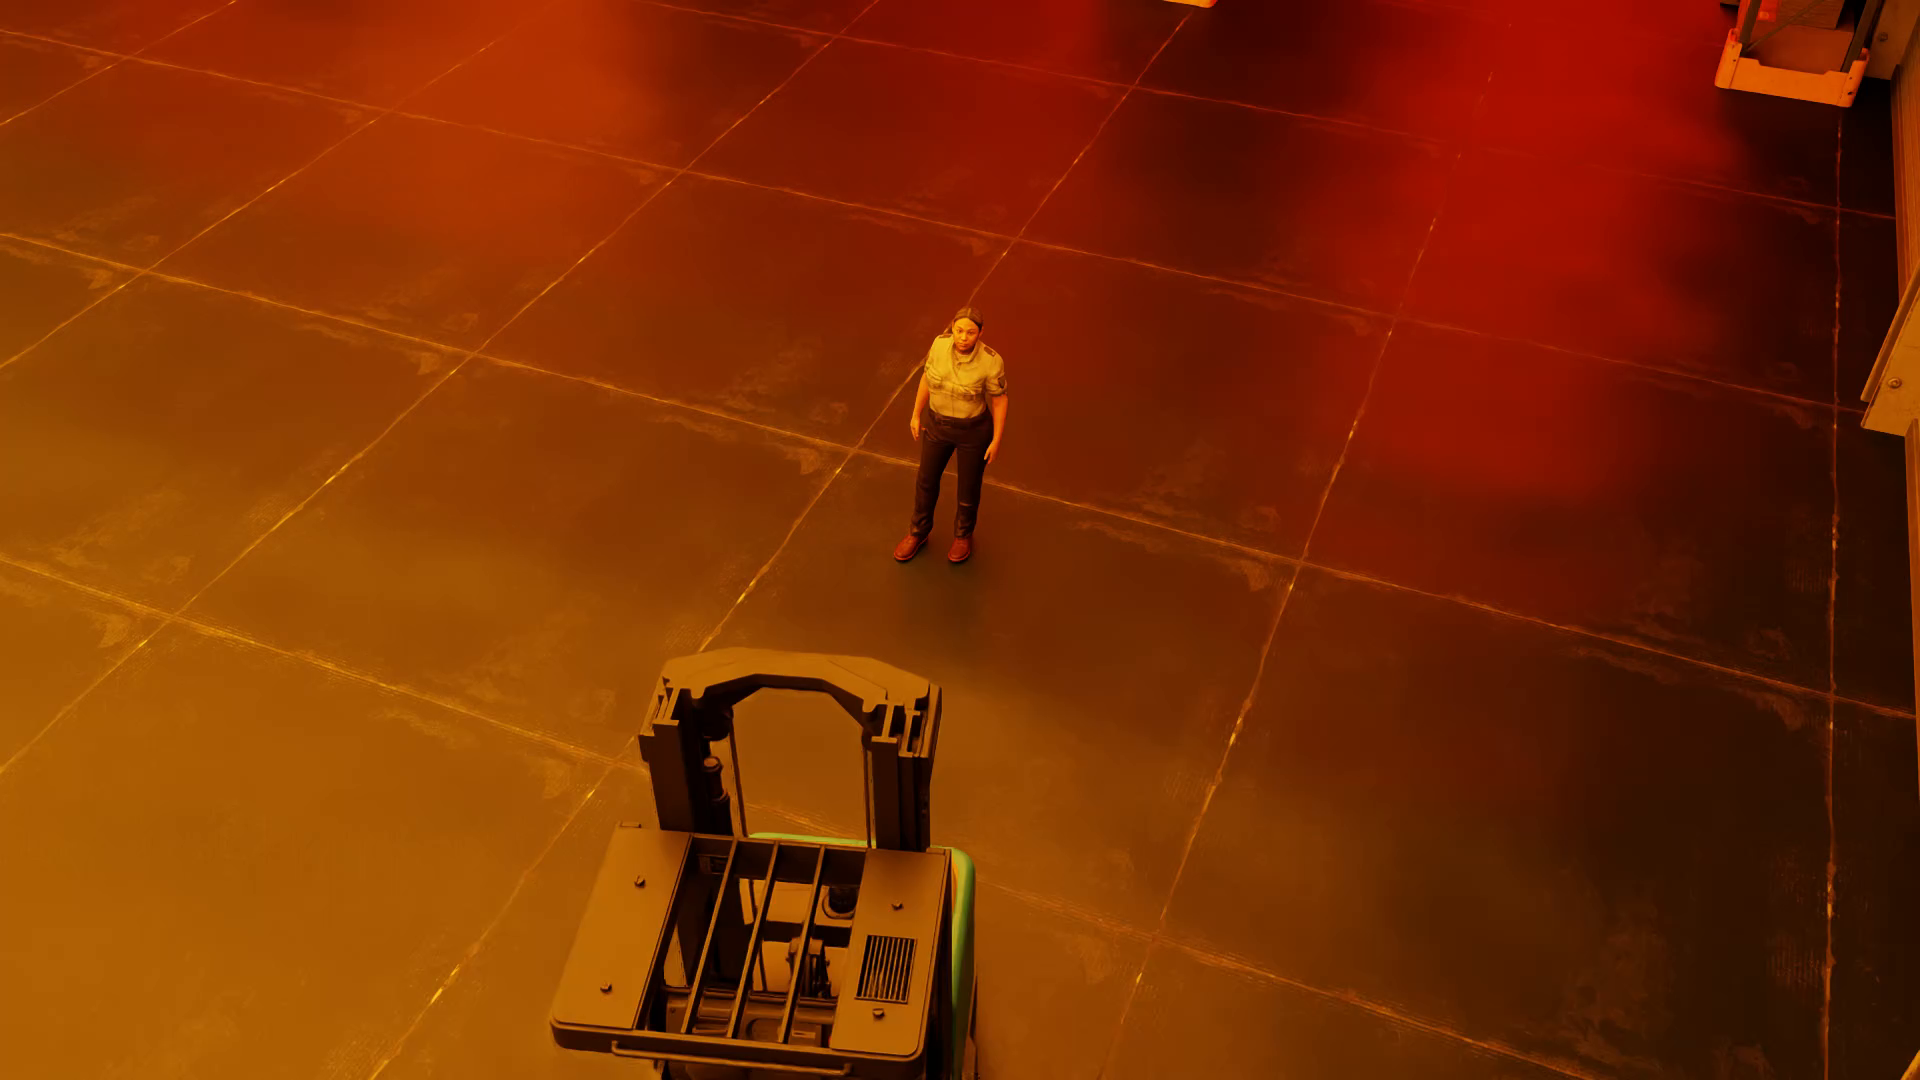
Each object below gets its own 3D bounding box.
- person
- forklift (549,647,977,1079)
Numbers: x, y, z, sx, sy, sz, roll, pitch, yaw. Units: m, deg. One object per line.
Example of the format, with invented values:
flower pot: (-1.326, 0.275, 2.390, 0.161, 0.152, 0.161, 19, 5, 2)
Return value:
person: (-0.056, -0.585, 9.703, 0.598, 1.641, 0.502, 15, 42, 17)
forklift: (-0.598, 1.919, 5.713, 1.130, 2.935, 3.031, 4, 40, 5)
